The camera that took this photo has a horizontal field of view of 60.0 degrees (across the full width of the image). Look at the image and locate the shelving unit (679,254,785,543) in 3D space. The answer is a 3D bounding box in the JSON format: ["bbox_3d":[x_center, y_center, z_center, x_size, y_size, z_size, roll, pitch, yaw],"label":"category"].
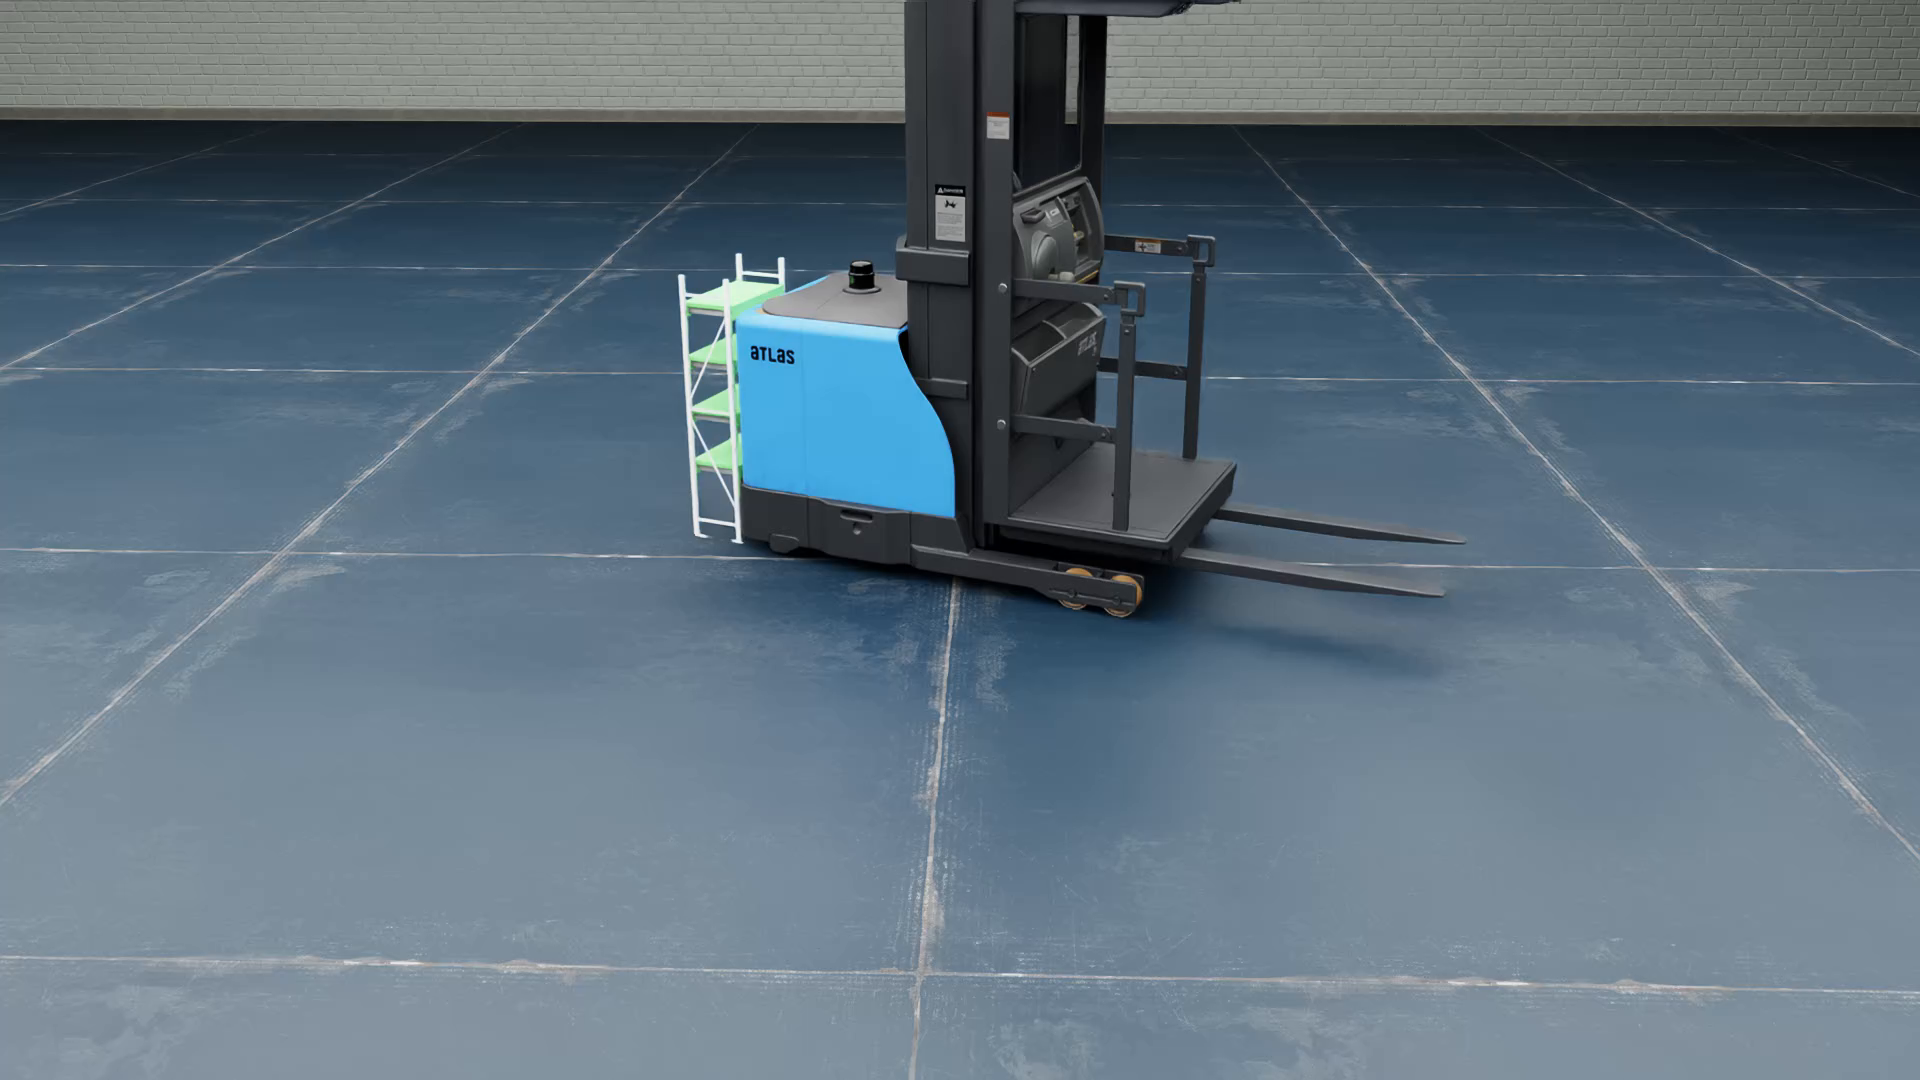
[{"bbox_3d":[-1.001,-0.644,7.531,0.258,1.200,0.503,9,23,21],"label":"shelving unit"}]

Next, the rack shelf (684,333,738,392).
[{"bbox_3d":[-1.001,-0.809,7.467,0.258,0.148,0.480,9,23,21],"label":"rack shelf"}]

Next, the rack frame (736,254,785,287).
[{"bbox_3d":[-0.906,-0.726,7.740,0.240,1.200,0.015,9,23,21],"label":"rack frame"}]

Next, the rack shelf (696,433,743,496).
[{"bbox_3d":[-1.001,-0.361,7.641,0.258,0.148,0.480,9,23,21],"label":"rack shelf"}]

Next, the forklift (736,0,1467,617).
[{"bbox_3d":[0.594,-1.273,6.759,3.031,2.935,1.130,9,23,22],"label":"forklift"}]

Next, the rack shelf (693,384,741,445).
[{"bbox_3d":[-1.001,-0.585,7.554,0.258,0.148,0.480,9,23,21],"label":"rack shelf"}]

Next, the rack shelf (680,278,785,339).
[{"bbox_3d":[-1.001,-1.032,7.380,0.258,0.148,0.480,9,23,21],"label":"rack shelf"}]

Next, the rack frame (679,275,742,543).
[{"bbox_3d":[-1.096,-0.563,7.321,0.240,1.200,0.015,9,23,21],"label":"rack frame"}]
